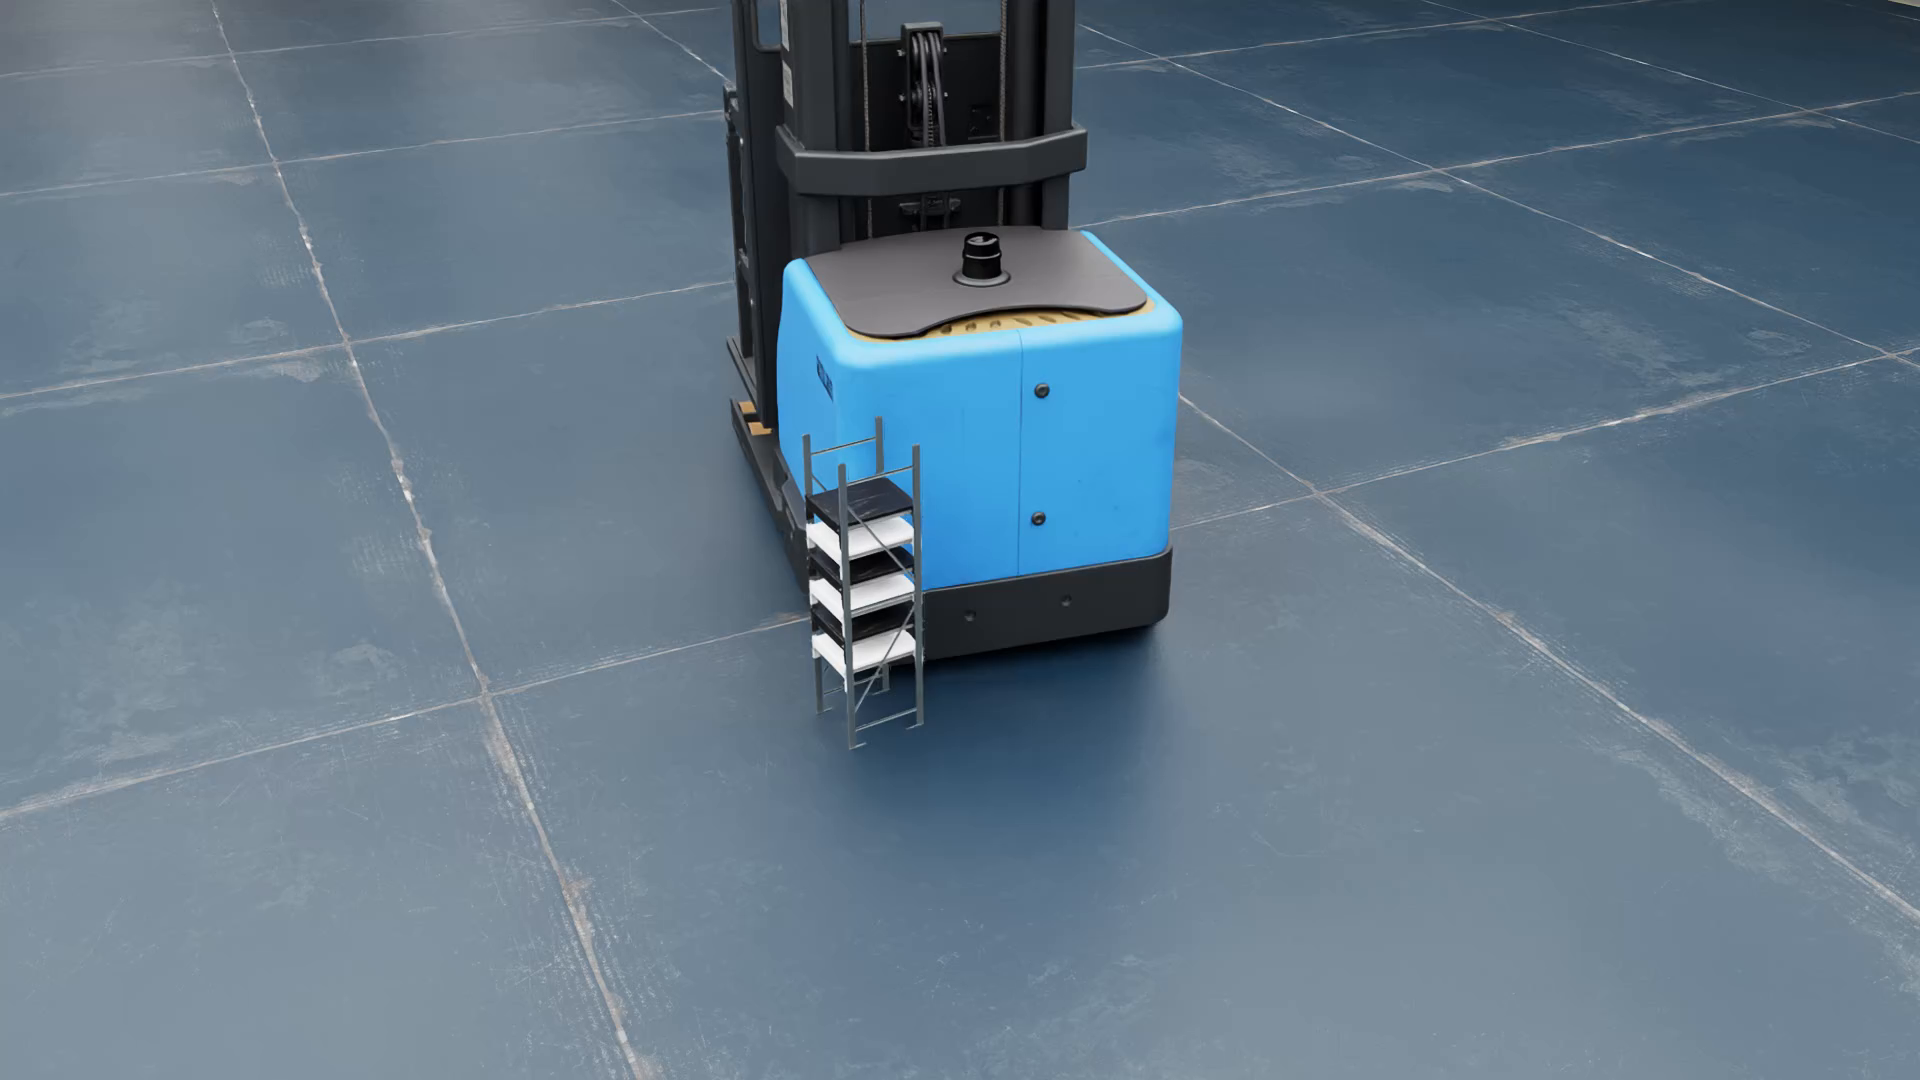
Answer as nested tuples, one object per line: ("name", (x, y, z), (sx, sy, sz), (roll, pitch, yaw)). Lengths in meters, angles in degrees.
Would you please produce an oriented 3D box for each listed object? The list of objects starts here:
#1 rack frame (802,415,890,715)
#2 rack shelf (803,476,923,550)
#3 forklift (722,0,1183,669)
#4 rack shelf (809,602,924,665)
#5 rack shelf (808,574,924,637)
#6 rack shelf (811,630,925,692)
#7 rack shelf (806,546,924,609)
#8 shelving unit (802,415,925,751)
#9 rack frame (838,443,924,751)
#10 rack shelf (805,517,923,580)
("rack frame", (-0.314, 0.085, 4.678), (0.240, 0.900, 0.006), (-16, 33, -27))
("rack shelf", (-0.262, -0.079, 4.486), (0.258, 0.077, 0.200), (-16, 33, -27))
("forklift", (-0.252, -1.604, 5.615), (1.130, 2.935, 3.031), (-8, 30, -14))
("rack shelf", (-0.262, 0.235, 4.662), (0.258, 0.077, 0.200), (-16, 33, -27))
("rack shelf", (-0.262, 0.157, 4.618), (0.258, 0.077, 0.200), (-16, 33, -27))
("rack shelf", (-0.262, 0.314, 4.706), (0.258, 0.077, 0.200), (-16, 33, -27))
("rack shelf", (-0.262, 0.078, 4.574), (0.258, 0.077, 0.200), (-16, 33, -27))
("shelving unit", (-0.262, 0.128, 4.602), (0.258, 0.900, 0.210), (-16, 33, -27))
("rack frame", (-0.209, 0.170, 4.526), (0.240, 0.900, 0.006), (-16, 33, -27))
("rack shelf", (-0.262, 0.000, 4.530), (0.258, 0.077, 0.200), (-16, 33, -27))
